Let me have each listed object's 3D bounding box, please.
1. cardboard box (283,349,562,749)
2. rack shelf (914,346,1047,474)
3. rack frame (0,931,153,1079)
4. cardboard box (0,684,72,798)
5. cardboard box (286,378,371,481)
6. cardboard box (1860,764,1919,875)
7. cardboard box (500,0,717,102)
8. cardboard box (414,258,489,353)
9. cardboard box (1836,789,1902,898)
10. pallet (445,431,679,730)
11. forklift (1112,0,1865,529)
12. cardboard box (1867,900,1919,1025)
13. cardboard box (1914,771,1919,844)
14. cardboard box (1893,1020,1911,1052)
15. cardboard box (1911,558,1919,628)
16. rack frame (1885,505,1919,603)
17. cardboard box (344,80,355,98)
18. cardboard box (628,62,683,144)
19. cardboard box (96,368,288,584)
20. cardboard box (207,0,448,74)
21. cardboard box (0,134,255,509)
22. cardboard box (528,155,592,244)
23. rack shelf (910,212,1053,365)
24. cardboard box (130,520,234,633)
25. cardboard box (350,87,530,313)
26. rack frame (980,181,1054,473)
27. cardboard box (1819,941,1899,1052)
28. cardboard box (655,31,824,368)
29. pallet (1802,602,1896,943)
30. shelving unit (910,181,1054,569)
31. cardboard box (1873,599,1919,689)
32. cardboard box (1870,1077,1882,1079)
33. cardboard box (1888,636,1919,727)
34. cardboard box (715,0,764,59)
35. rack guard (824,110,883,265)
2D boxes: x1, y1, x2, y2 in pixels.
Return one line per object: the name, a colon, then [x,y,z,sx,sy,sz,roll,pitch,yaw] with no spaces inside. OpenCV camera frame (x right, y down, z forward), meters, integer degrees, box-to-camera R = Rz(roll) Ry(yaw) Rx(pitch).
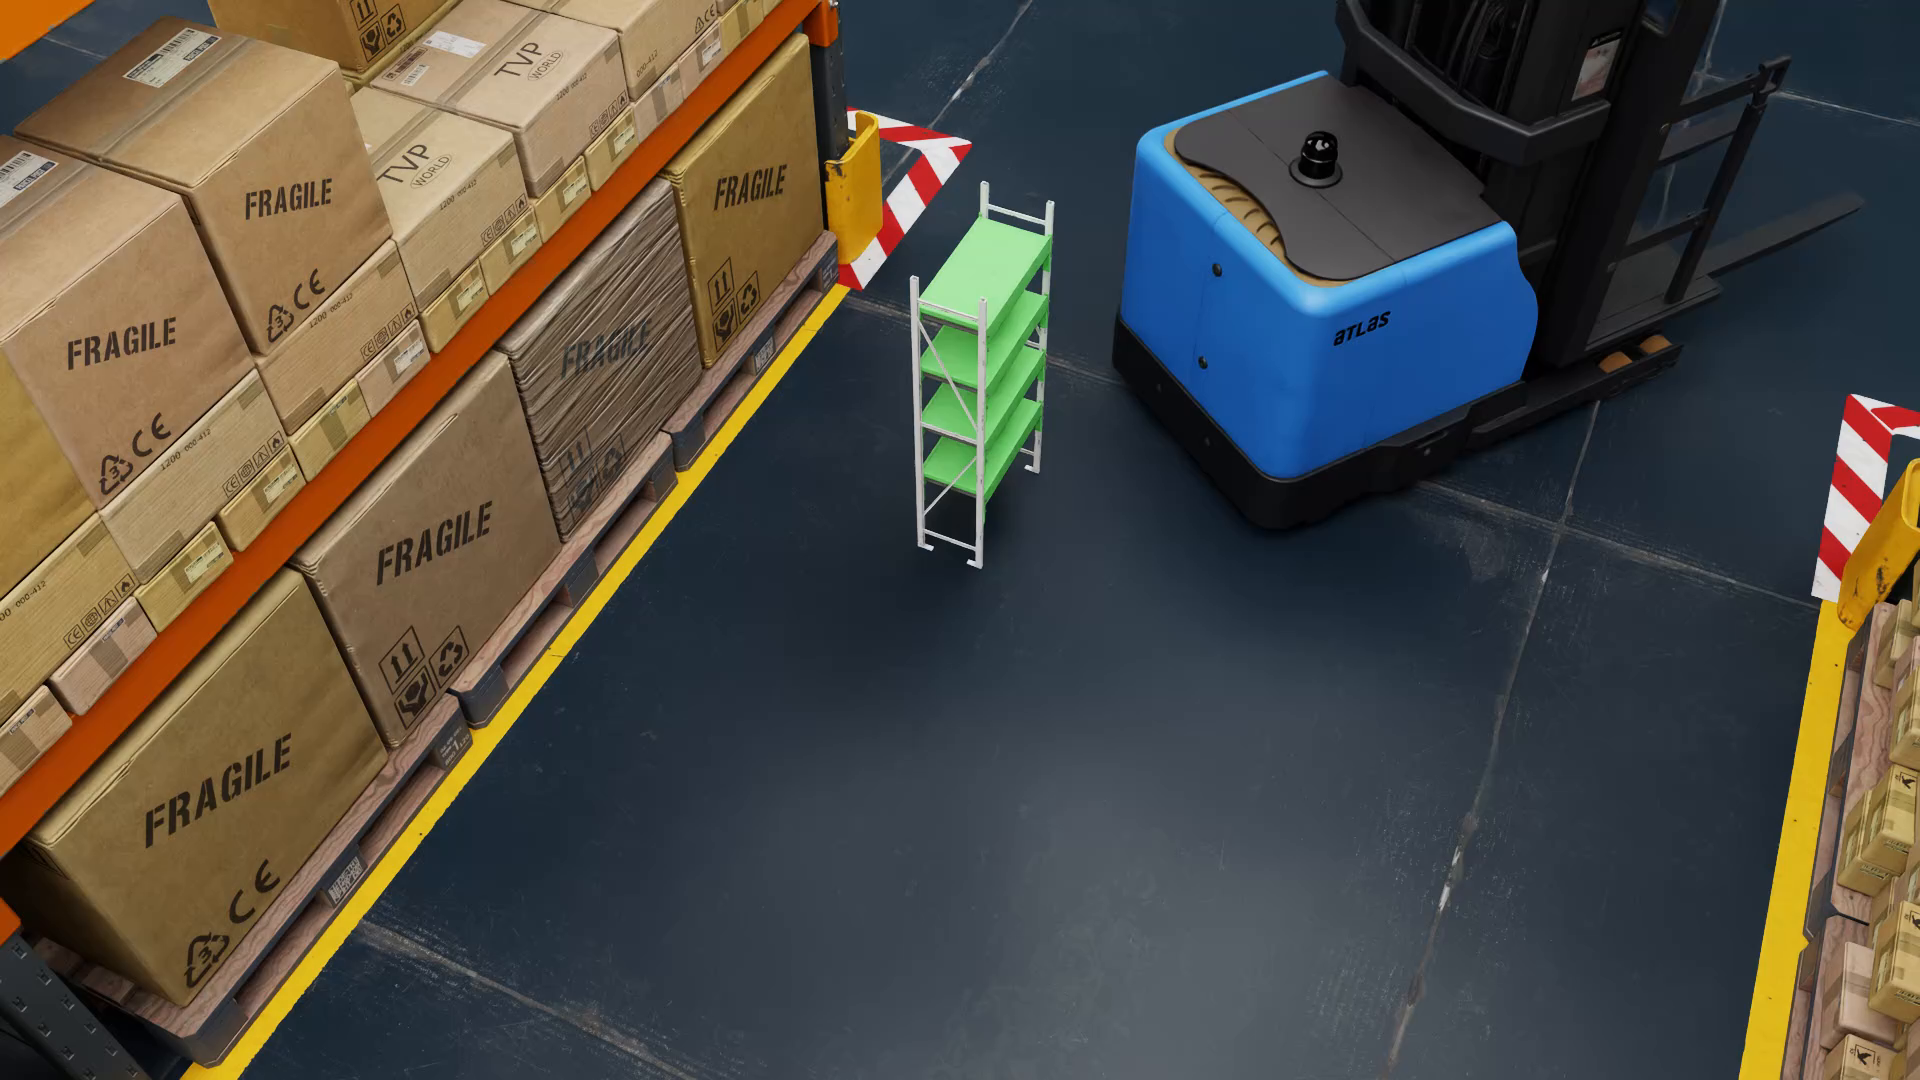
cardboard box: [-1.877,-0.096,4.981,0.875,0.875,0.875,20,52,16]
rack shelf: [0.071,-0.461,5.439,0.258,0.148,0.480,20,52,16]
rack frame: [-2.613,0.401,3.439,0.949,2.616,0.053,20,52,16]
cardboard box: [-2.189,0.386,3.617,0.380,0.149,0.250,20,52,16]
cardboard box: [-1.745,-0.335,4.230,0.380,0.149,0.250,19,52,16]
cardboard box: [2.678,0.806,4.495,0.380,0.149,0.250,21,53,17]
cardboard box: [-1.092,-1.633,5.073,0.500,0.250,0.500,19,52,15]
cardboard box: [-1.525,-0.688,4.531,0.380,0.149,0.250,18,52,15]
cardboard box: [2.675,0.894,4.616,0.380,0.149,0.250,20,53,17]
pallet: [-1.701,-0.038,5.644,1.003,0.211,1.213,20,52,16]
forklift: [2.110,-1.817,5.371,3.031,2.935,1.130,-23,53,-18]
cardboard box: [2.459,1.087,4.061,0.380,0.149,0.250,21,53,17]
cardboard box: [2.739,0.733,4.363,0.380,0.149,0.250,17,52,14]
cardboard box: [2.572,1.220,4.143,0.380,0.149,0.250,22,53,18]
cardboard box: [3.003,0.174,4.838,0.380,0.149,0.250,18,52,14]
rack frame: [3.534,-0.671,4.352,1.000,3.000,0.127,20,52,16]
cardboard box: [-2.009,-1.094,4.614,0.500,0.250,0.500,19,52,15]
cardboard box: [-1.088,-1.396,5.134,0.380,0.149,0.250,21,53,17]
cardboard box: [-1.962,-0.227,3.877,0.500,0.250,0.500,20,52,16]
cardboard box: [-1.786,-1.700,4.637,0.500,0.500,0.500,19,52,15]
cardboard box: [-1.963,-0.474,3.595,0.500,0.500,0.500,20,52,16]
cardboard box: [-1.307,-1.038,4.829,0.380,0.149,0.250,20,52,16]
rack shelf: [0.071,-0.772,5.073,0.258,0.148,0.480,20,52,16]
cardboard box: [-1.965,0.023,3.926,0.380,0.149,0.250,21,53,17]
cardboard box: [-1.528,-0.923,4.469,0.500,0.250,0.500,20,52,16]
rack frame: [0.175,-0.671,5.533,0.240,1.200,0.015,20,52,16]
cardboard box: [2.467,1.244,4.318,0.380,0.149,0.250,17,52,14]
cardboard box: [-1.108,-1.335,6.036,0.875,0.875,0.875,20,52,16]
pallet: [3.122,0.833,4.903,1.003,0.211,1.213,20,52,16]
shelving unit: [0.071,-0.503,5.390,0.258,1.200,0.503,20,52,16]
cardboard box: [3.021,0.373,5.059,0.380,0.149,0.250,21,53,17]
cardboard box: [2.233,1.427,3.772,0.380,0.149,0.250,18,52,15]
cardboard box: [2.910,0.468,4.783,0.380,0.149,0.250,20,52,16]
cardboard box: [-0.871,-1.741,5.427,0.380,0.149,0.250,20,53,16]
rack guard: [-0.897,-1.561,6.750,1.175,0.500,0.348,20,52,16]
